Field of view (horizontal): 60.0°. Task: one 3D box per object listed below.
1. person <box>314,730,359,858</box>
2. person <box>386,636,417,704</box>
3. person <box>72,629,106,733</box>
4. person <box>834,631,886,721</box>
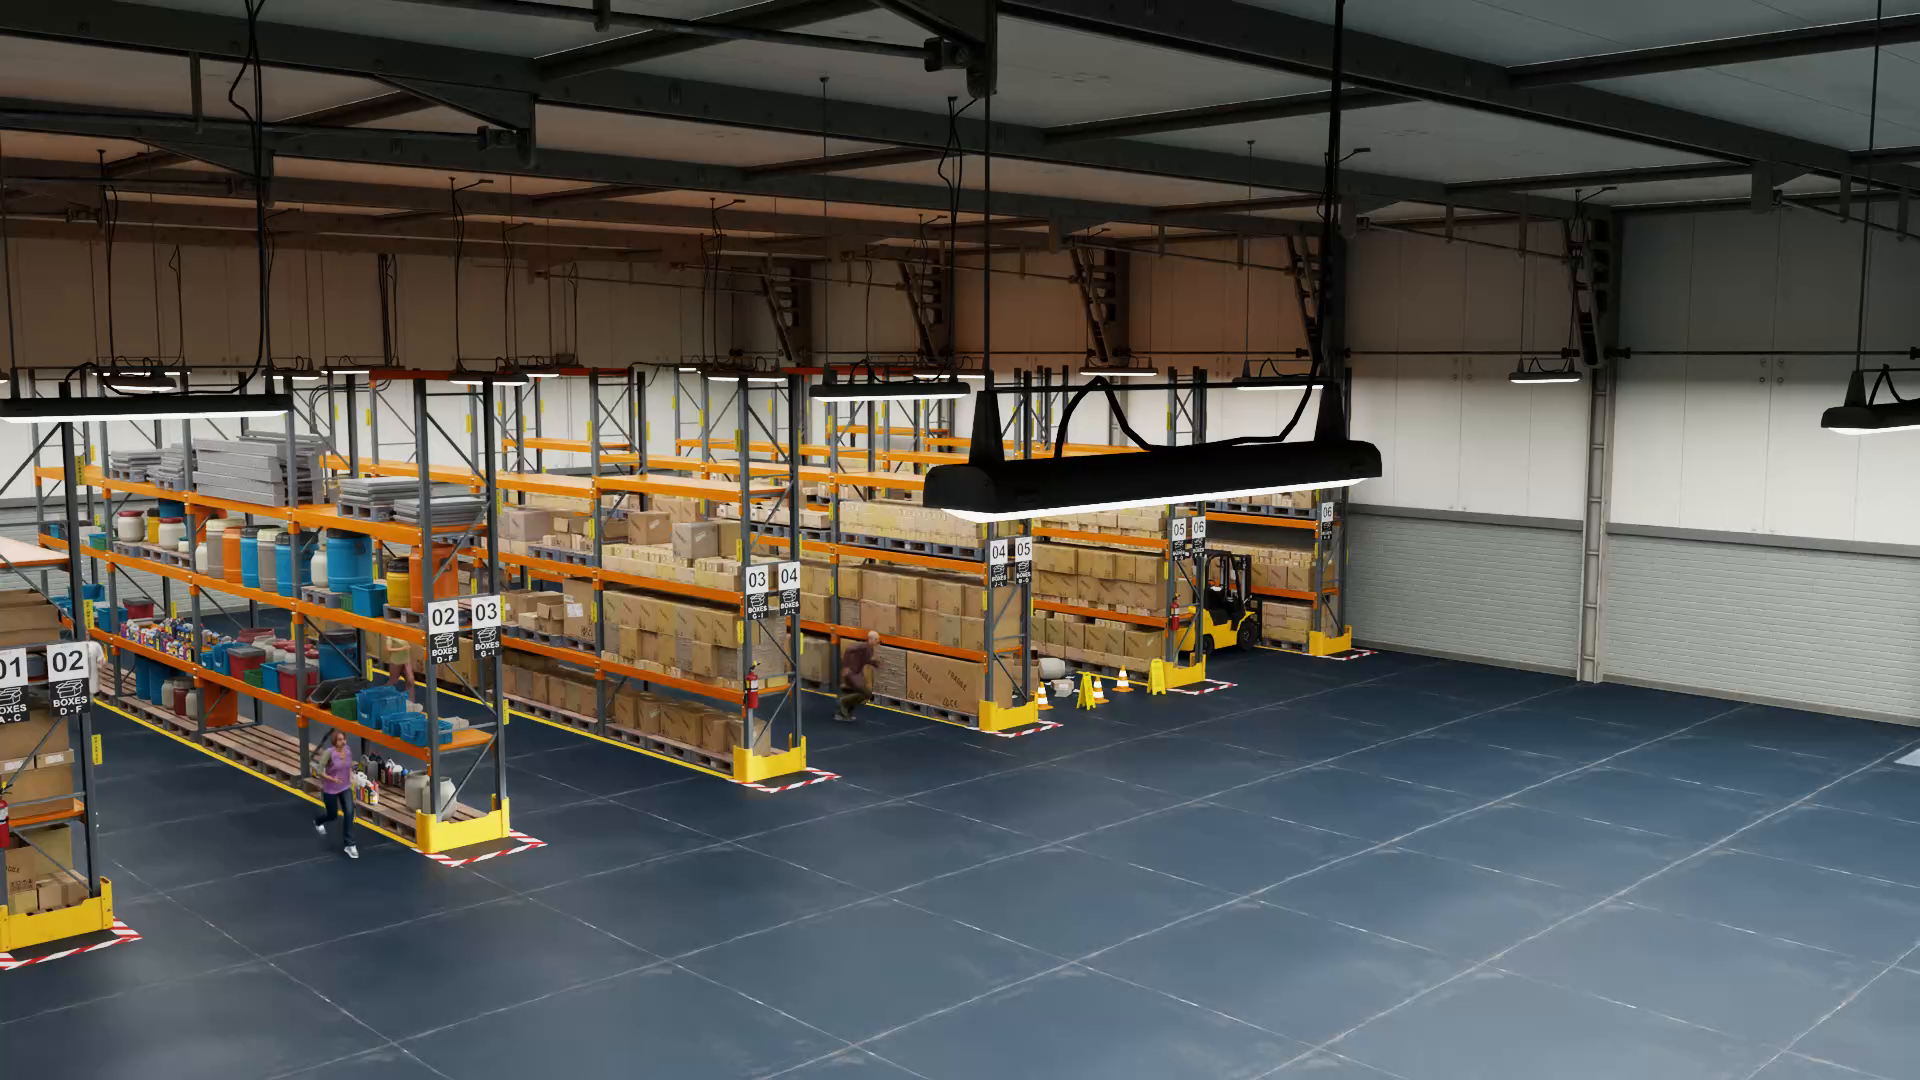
[{"bbox_3d":[-7.902,3.171,21.073,0.977,1.578,0.551,6,9,42],"label":"person"},{"bbox_3d":[-9.875,2.176,29.243,0.948,1.678,0.562,5,8,35],"label":"person"},{"bbox_3d":[-14.577,2.351,27.674,0.846,1.804,0.705,6,9,41],"label":"person"},{"bbox_3d":[-1.727,2.367,28.388,0.911,1.540,0.739,2,7,15],"label":"person"}]
